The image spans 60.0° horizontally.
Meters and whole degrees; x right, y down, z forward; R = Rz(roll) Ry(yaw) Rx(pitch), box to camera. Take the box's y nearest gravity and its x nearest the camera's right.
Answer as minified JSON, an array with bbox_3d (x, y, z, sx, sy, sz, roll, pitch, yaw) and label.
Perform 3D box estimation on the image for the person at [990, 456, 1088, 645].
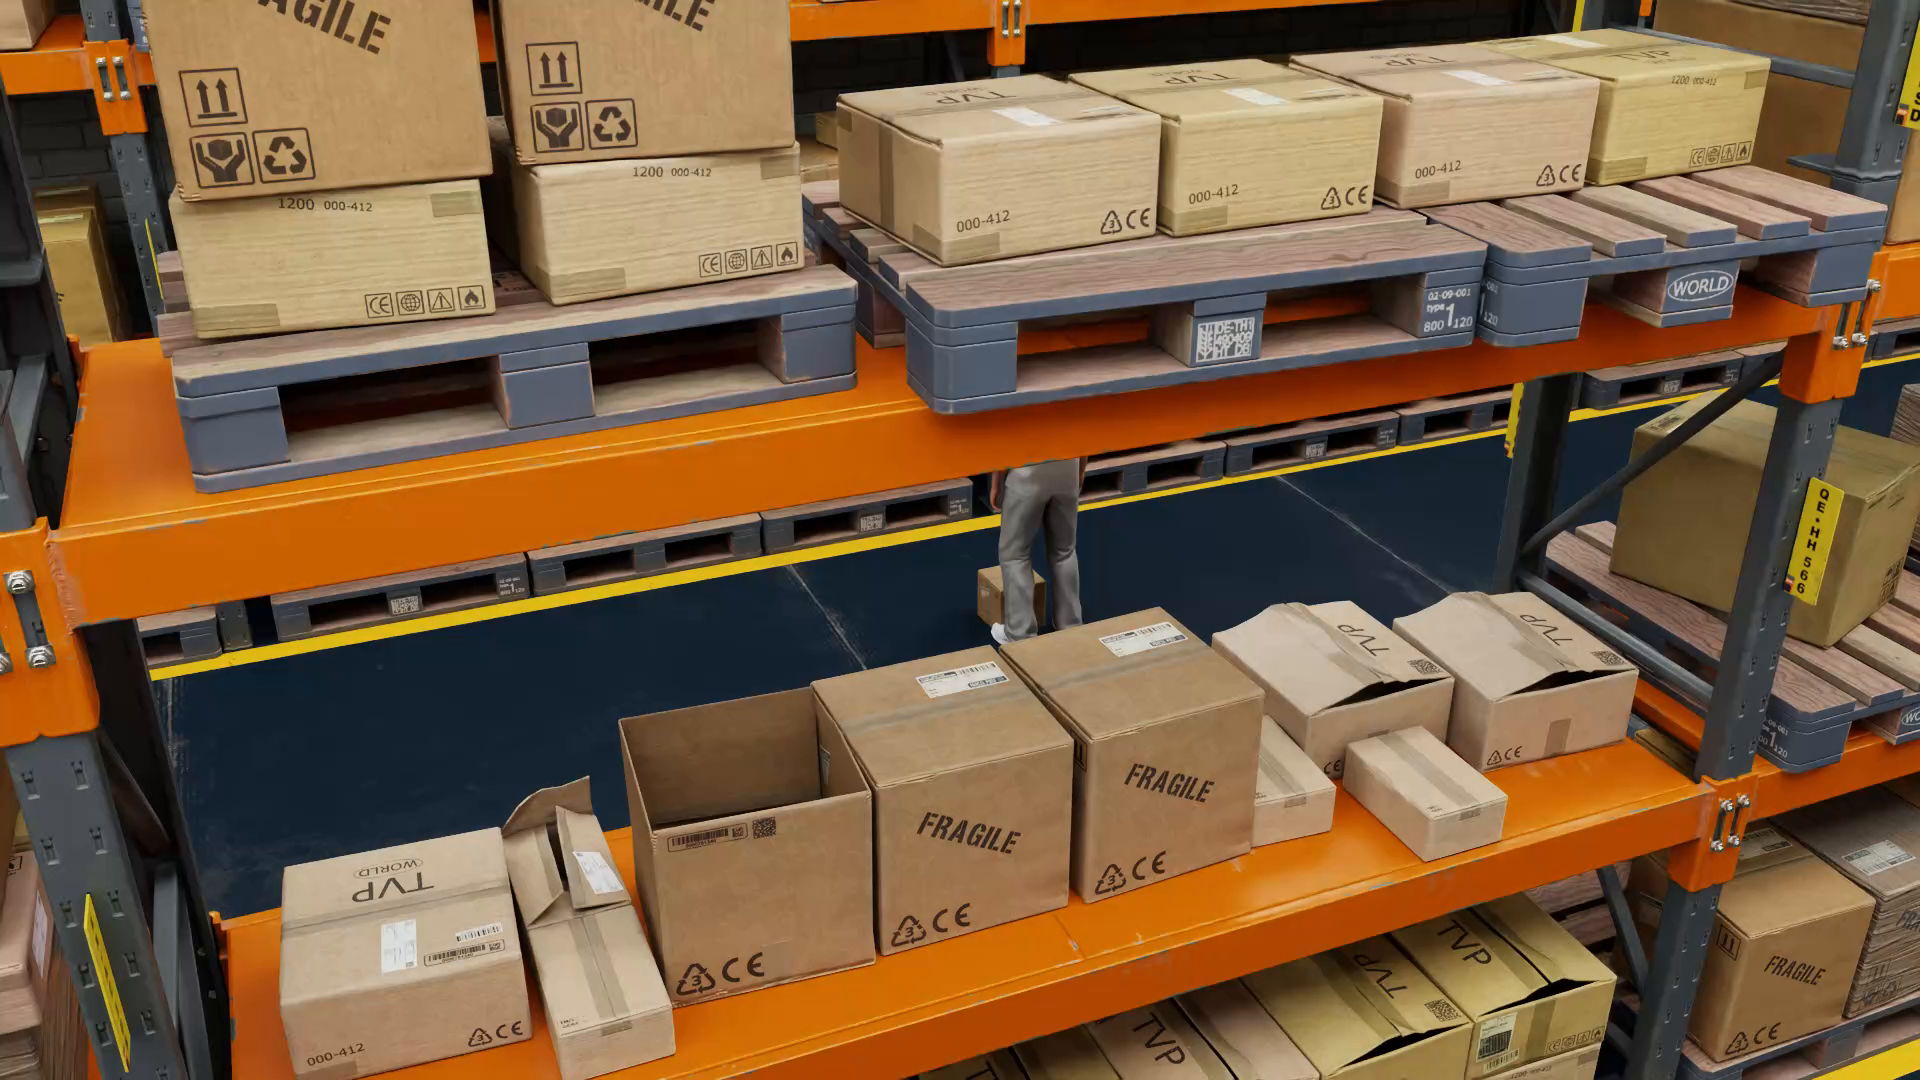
[{"bbox_3d":[0.363,-0.258,7.642,0.485,1.673,0.359,-10,28,-20],"label":"person"}]
